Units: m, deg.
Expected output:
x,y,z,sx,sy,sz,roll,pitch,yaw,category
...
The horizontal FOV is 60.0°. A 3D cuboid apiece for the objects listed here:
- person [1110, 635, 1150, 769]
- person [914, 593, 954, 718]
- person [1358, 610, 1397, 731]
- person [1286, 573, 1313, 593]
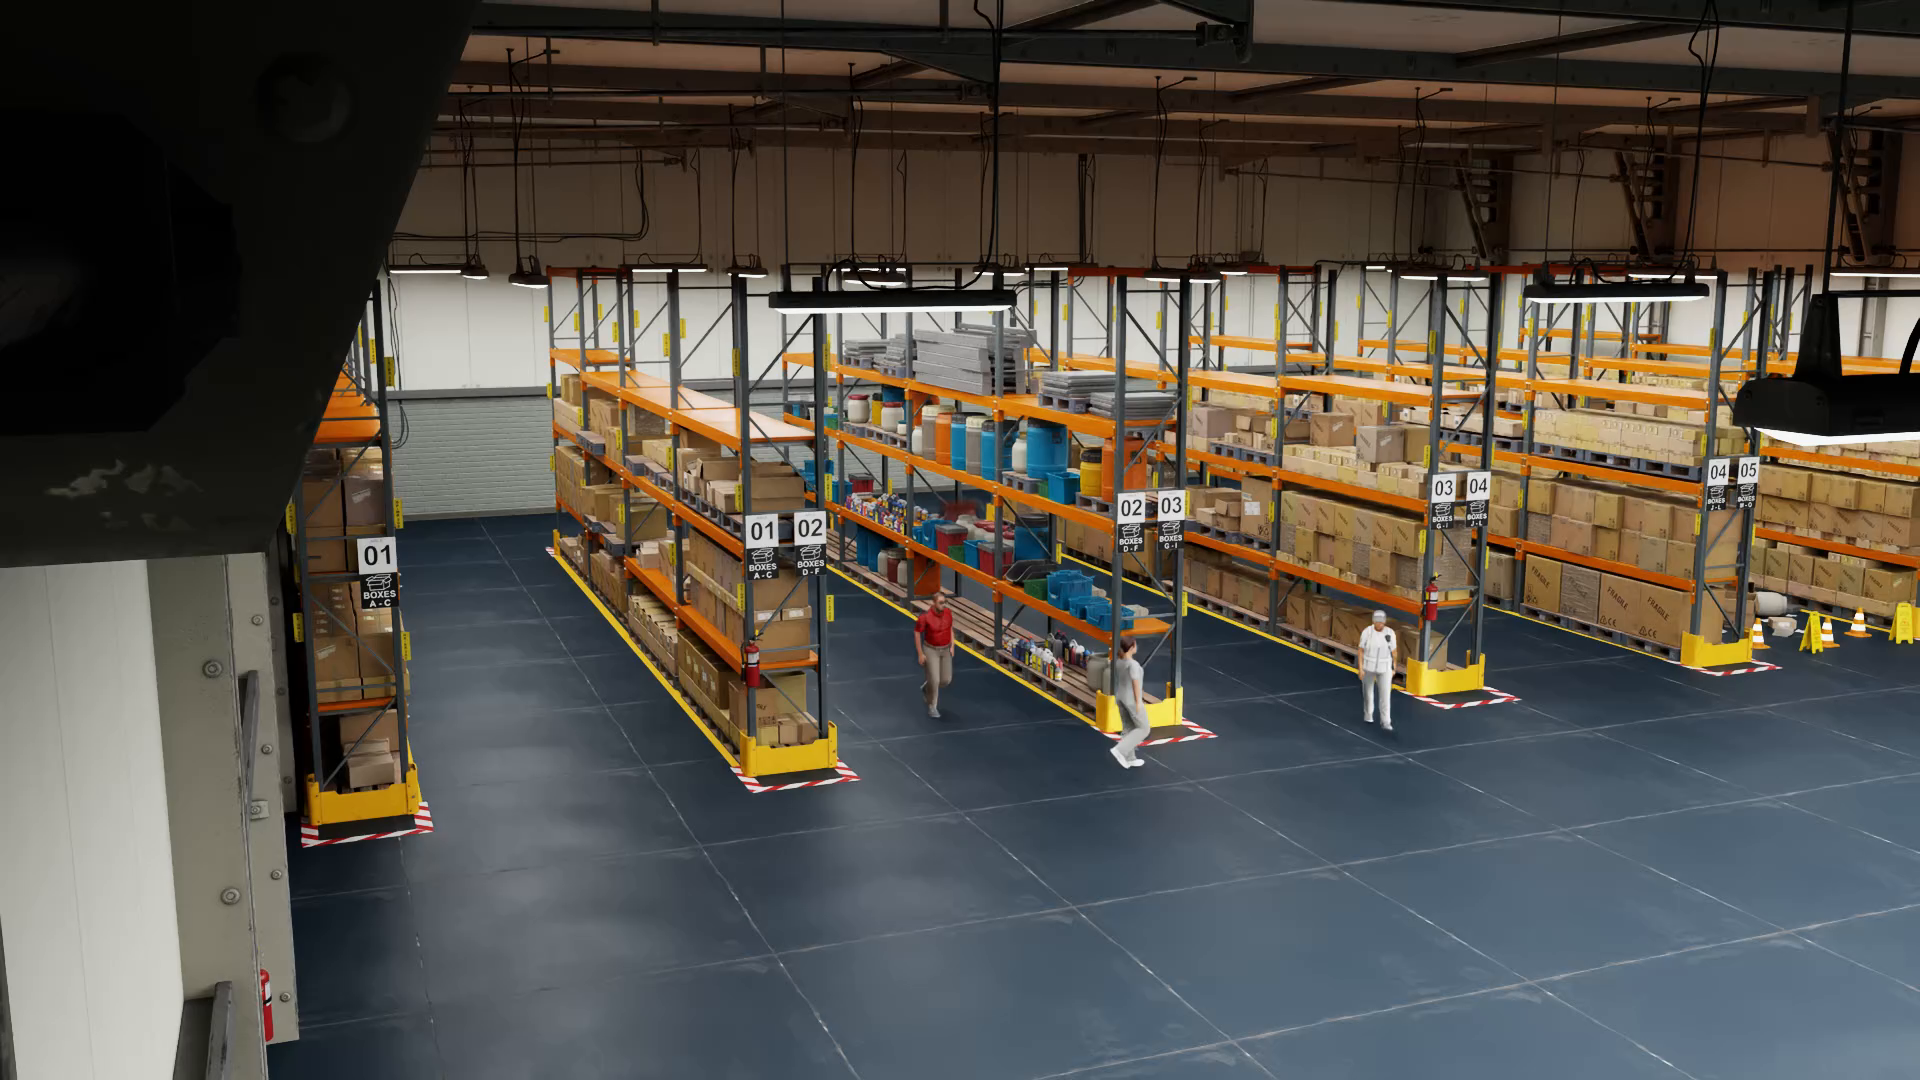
x,y,z,sx,sy,sz,roll,pitch,yaw,category
2.042,1.987,20.351,0.551,1.667,0.467,-5,11,-27,person
-0.384,1.545,22.934,0.630,1.712,0.645,-8,12,-37,person
5.528,1.721,22.070,0.502,1.602,1.060,3,10,16,person
6.248,0.139,30.702,0.601,1.790,0.655,-1,10,-4,person
